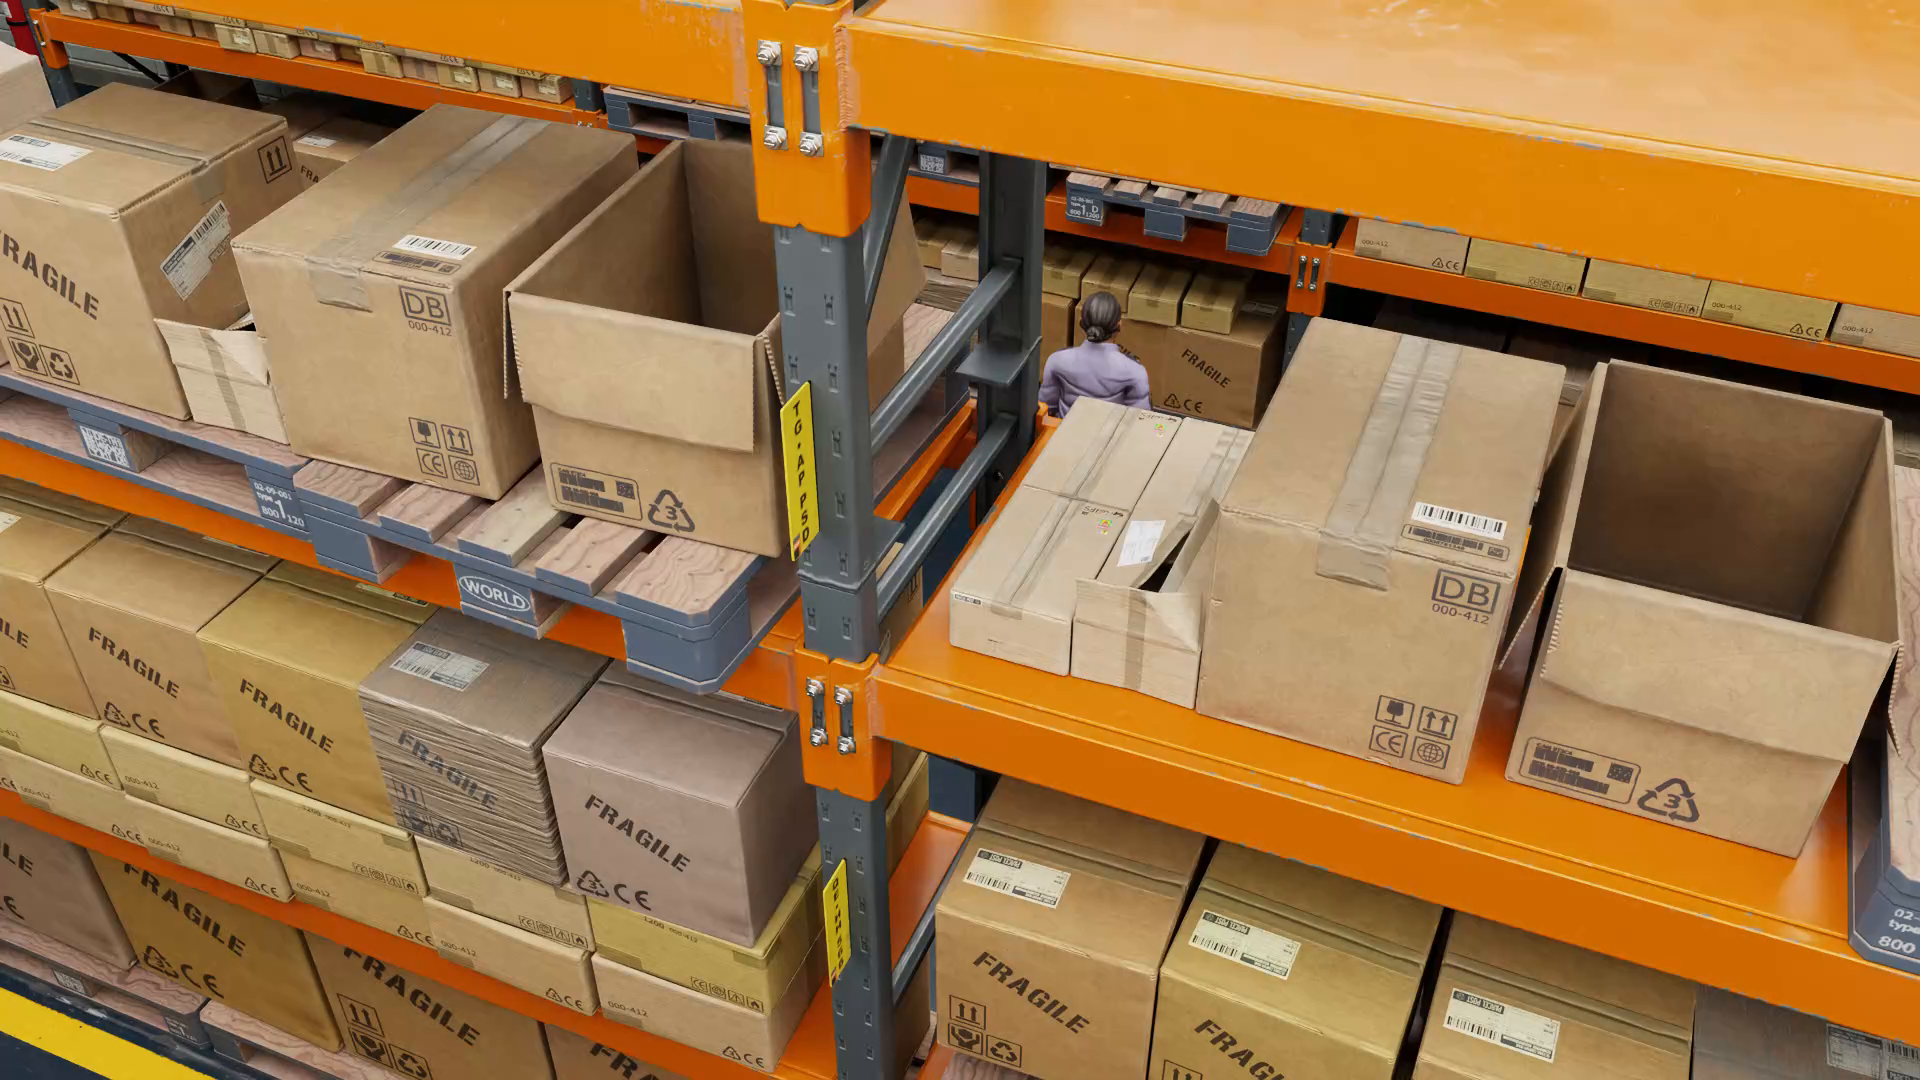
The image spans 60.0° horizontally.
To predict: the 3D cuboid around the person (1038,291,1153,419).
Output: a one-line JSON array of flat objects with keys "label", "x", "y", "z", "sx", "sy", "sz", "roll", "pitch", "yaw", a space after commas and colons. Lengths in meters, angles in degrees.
[{"label": "person", "x": 0.592, "y": -0.308, "z": 7.222, "sx": 0.564, "sy": 1.652, "sz": 0.367, "roll": 12, "pitch": 39, "yaw": 15}]
